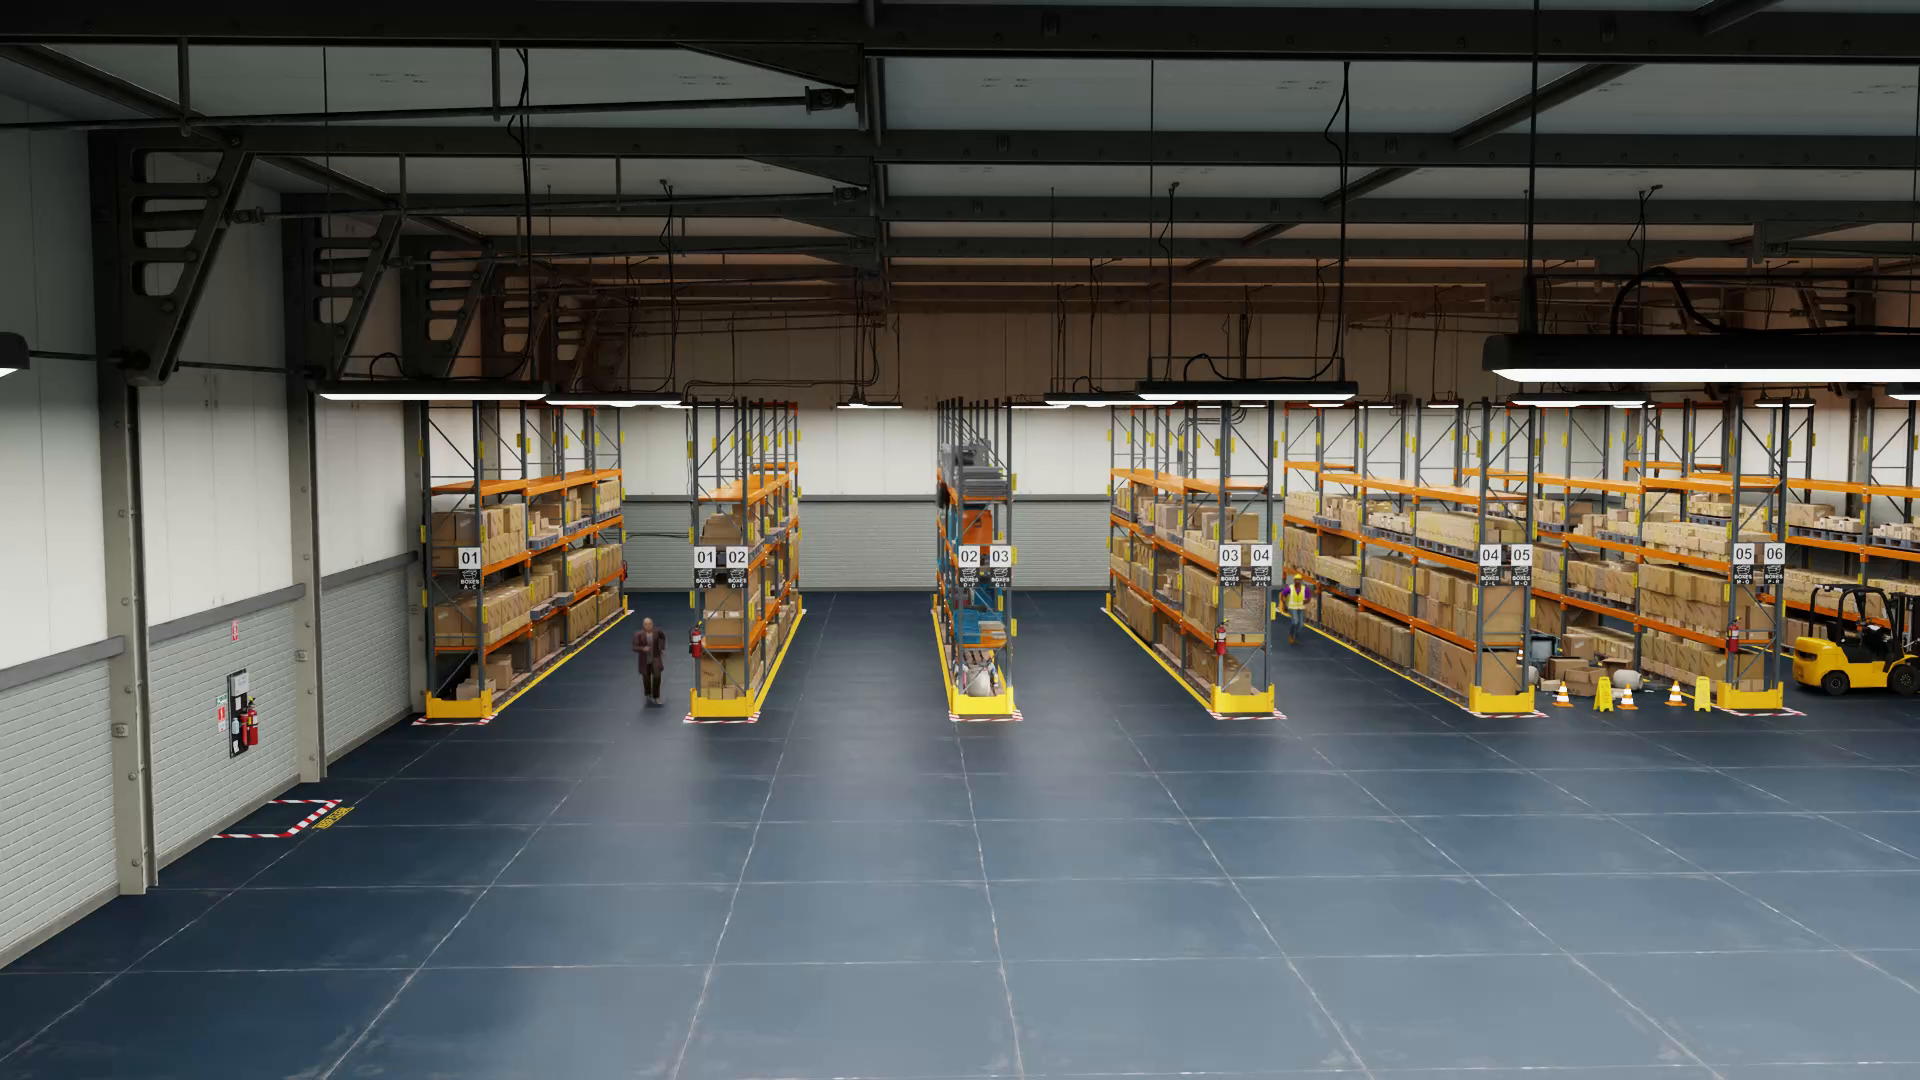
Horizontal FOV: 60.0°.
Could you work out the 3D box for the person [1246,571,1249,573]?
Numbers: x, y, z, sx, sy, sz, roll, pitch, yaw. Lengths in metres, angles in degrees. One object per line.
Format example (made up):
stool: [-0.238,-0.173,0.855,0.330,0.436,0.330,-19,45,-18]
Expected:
person: [8.160,1.189,48.559,0.548,1.604,0.800,0,4,3]

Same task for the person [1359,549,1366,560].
person: [11.969,1.079,49.568,0.848,1.613,0.614,-1,4,-11]

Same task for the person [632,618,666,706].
person: [-6.055,2.359,32.398,0.628,1.729,1.011,-1,4,-10]

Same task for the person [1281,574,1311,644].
person: [8.252,1.697,40.695,0.674,1.721,0.660,-1,4,-7]
